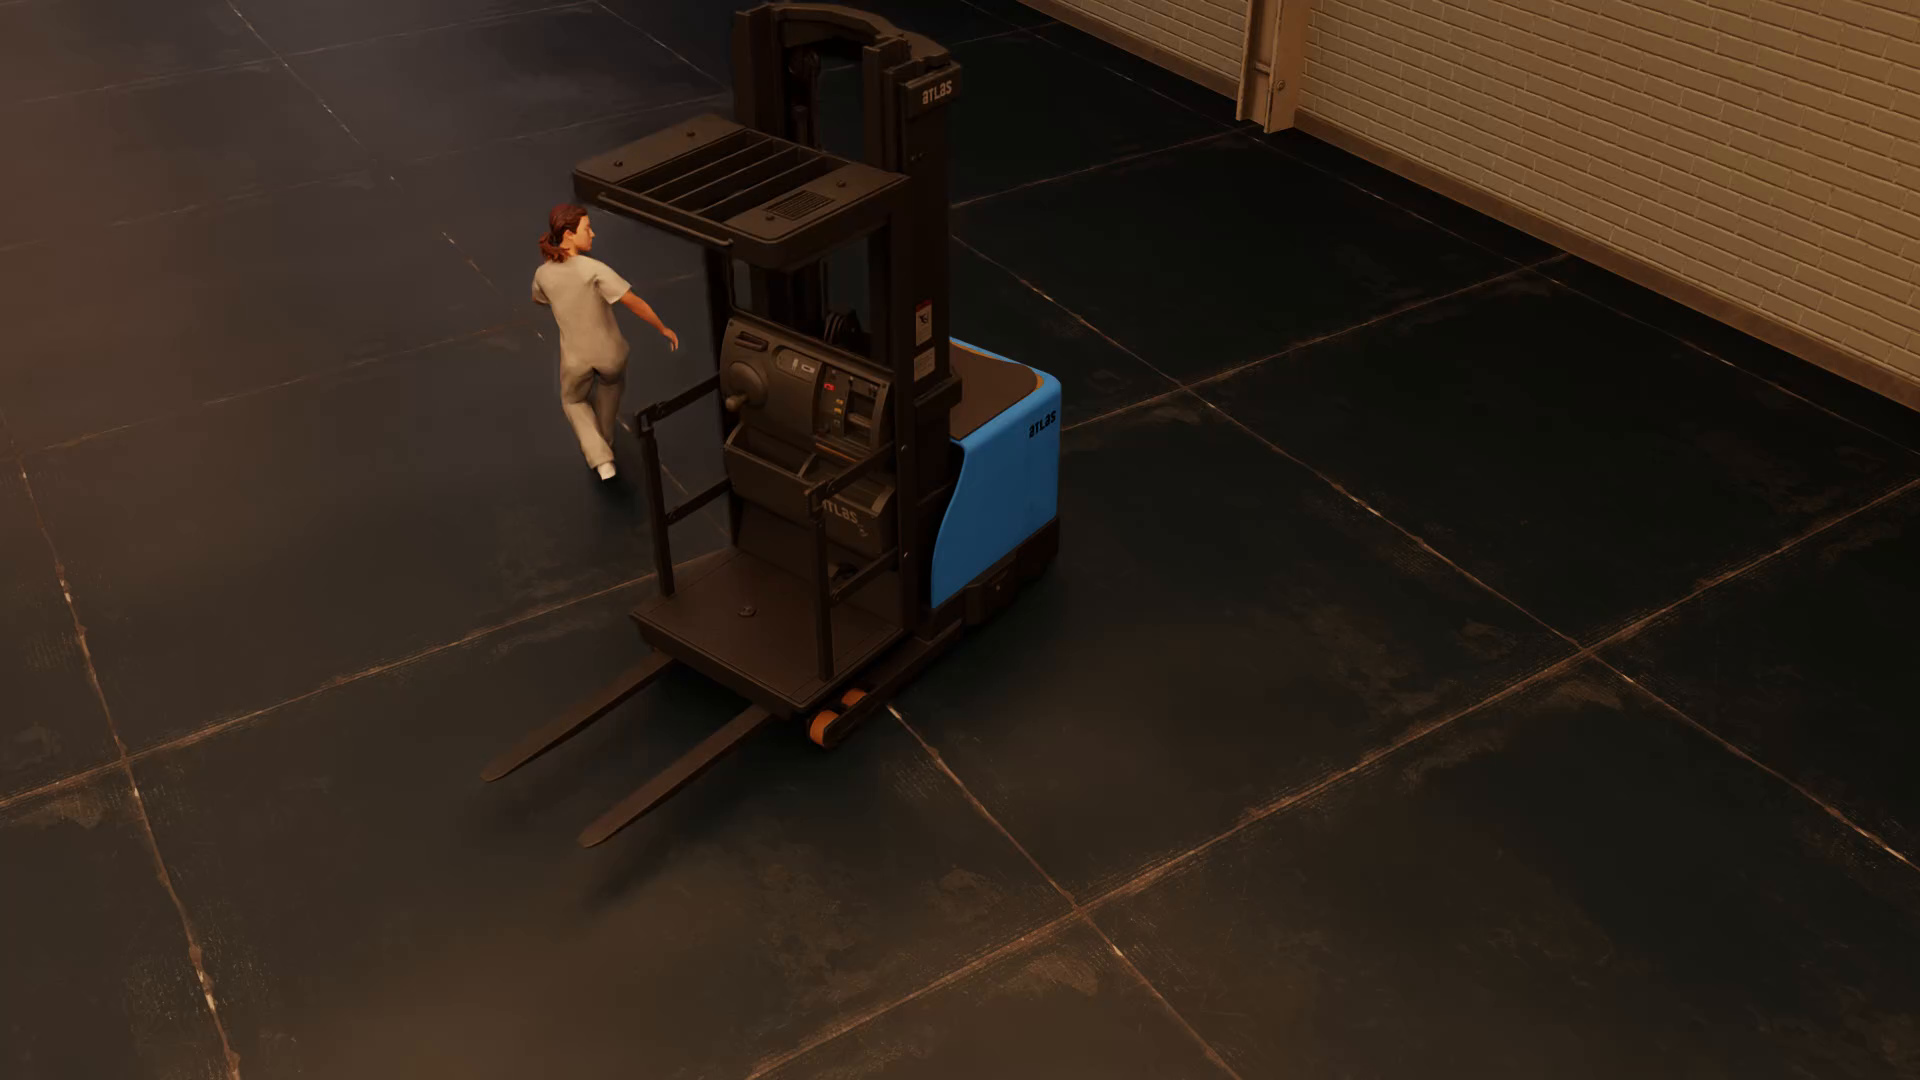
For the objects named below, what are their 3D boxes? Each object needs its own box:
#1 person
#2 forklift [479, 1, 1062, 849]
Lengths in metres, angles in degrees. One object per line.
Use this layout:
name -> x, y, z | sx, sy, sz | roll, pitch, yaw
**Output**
person -> -1.886, -1.076, 8.901 | 0.774, 1.542, 0.806 | -1, 35, -2
forklift -> -0.804, -0.600, 7.002 | 1.130, 2.935, 3.031 | 24, 42, 30
